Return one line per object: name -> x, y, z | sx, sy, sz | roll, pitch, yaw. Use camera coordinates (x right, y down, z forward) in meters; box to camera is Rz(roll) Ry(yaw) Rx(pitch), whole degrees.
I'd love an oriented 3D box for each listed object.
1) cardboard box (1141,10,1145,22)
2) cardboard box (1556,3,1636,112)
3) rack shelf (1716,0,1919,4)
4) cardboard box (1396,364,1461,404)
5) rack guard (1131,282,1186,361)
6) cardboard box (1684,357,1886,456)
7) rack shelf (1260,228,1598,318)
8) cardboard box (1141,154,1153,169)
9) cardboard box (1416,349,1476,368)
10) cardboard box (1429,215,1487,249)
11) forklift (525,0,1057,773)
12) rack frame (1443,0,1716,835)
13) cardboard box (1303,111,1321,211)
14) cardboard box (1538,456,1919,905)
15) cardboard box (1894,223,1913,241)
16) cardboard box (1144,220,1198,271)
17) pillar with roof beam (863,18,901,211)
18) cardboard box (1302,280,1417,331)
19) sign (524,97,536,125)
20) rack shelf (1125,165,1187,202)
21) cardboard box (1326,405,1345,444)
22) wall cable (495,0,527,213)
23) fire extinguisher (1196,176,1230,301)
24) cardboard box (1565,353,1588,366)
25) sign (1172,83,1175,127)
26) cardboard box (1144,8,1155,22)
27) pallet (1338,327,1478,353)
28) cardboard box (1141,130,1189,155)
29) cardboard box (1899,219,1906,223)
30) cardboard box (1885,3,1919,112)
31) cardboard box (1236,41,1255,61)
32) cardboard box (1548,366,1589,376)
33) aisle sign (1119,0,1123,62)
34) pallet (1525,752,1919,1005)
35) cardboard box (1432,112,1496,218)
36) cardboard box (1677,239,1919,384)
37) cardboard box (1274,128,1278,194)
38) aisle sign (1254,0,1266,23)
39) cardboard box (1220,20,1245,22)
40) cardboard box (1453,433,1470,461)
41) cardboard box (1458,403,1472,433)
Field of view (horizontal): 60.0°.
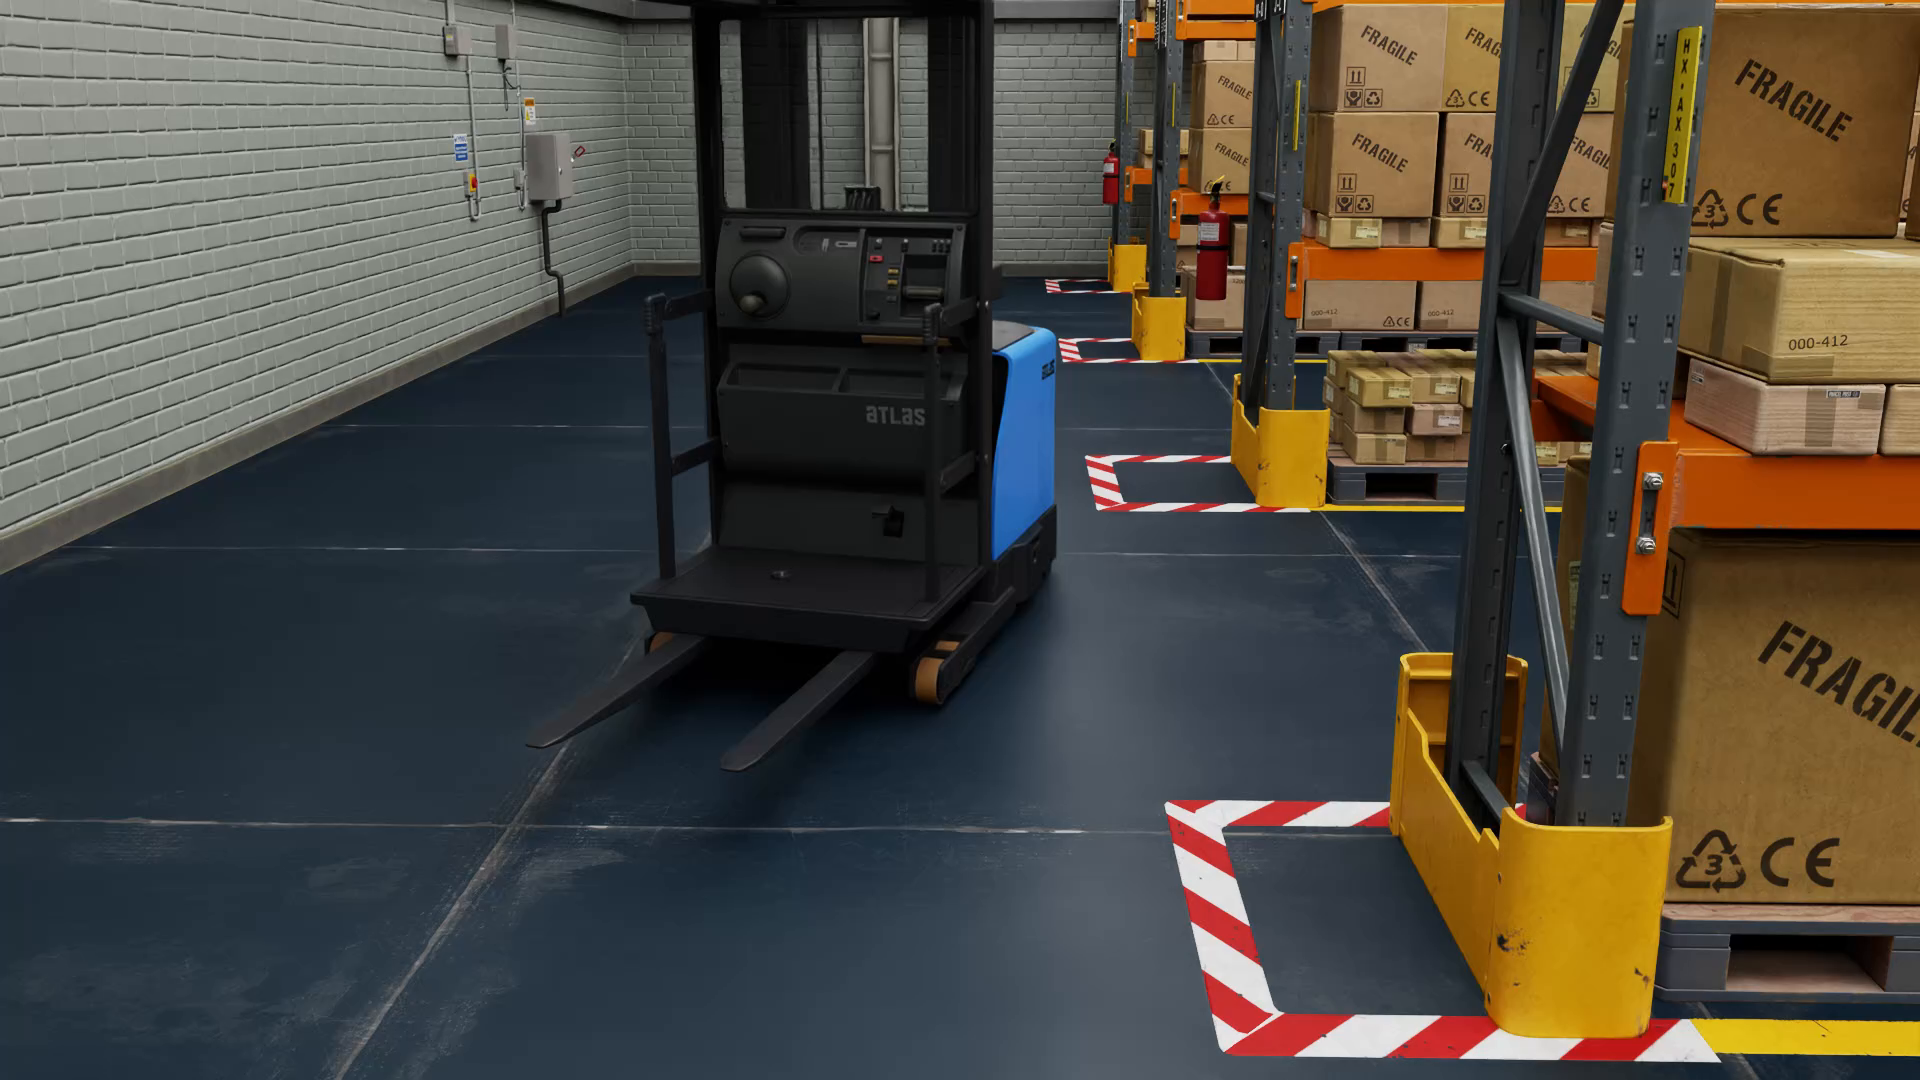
cardboard box -> 2.108, -5.678, 18.095 | 0.250, 0.149, 0.380 | 1, 15, 3
cardboard box -> 3.100, -2.358, 8.158 | 0.500, 0.500, 0.500 | 0, 15, 0
rack shelf -> 7.657, -4.090, 12.993 | 4.000, 0.370, 1.077 | 0, 15, 1
cardboard box -> 2.427, -0.815, 8.647 | 0.250, 0.149, 0.380 | 1, 15, 2
rack guard -> 1.635, -1.818, 13.751 | 0.348, 0.500, 1.175 | 0, 15, 1
cardboard box -> 1.752, -0.291, 3.557 | 0.250, 0.149, 0.380 | 1, 15, 2
rack shelf -> 3.633, -1.403, 8.687 | 4.000, 0.370, 1.077 | 0, 15, 1
cardboard box -> 2.104, -4.099, 17.988 | 0.250, 0.149, 0.380 | 0, 15, 1
cardboard box -> 2.681, -0.951, 9.165 | 0.250, 0.149, 0.380 | 0, 15, 0
cardboard box -> 2.472, -1.550, 8.327 | 0.250, 0.149, 0.380 | 0, 15, 0
forklift -> -0.490, -0.963, 5.743 | 1.130, 2.935, 3.031 | 4, 15, 16
rack frame -> 1.406, -0.499, 3.853 | 0.127, 3.000, 1.000 | 0, 15, 1
cardboard box -> 2.089, -2.018, 8.831 | 0.500, 0.500, 0.500 | 1, 15, 3
cardboard box -> 2.048, 0.309, 4.132 | 0.875, 0.875, 0.875 | 0, 15, 1
cardboard box -> 2.404, -0.632, 4.065 | 0.500, 0.250, 0.500 | 0, 15, 0
cardboard box -> 2.391, -3.260, 18.388 | 0.637, 0.503, 0.797 | 0, 15, -1
pillar with roof beam -> -1.000, -6.343, 14.241 | 0.400, 9.000, 9.100 | 0, 15, 1
cardboard box -> 3.236, -2.008, 13.771 | 0.875, 0.438, 0.875 | 1, 15, 3
sign -> -3.987, -3.979, 15.421 | 0.001, 0.242, 0.339 | 0, 15, 1
rack shelf -> 3.781, -3.932, 18.272 | 4.000, 0.370, 1.077 | 0, 15, 1
cardboard box -> 2.165, -0.638, 9.143 | 0.250, 0.149, 0.380 | 1, 15, 2
wall cable -> -3.954, -3.910, 14.790 | 0.122, 1.984, 0.588 | 0, 15, 1
fire extinguisher -> 1.394, -1.665, 9.154 | 0.183, 0.674, 0.296 | 0, 15, 1
cardboard box -> 3.469, -0.916, 9.031 | 0.250, 0.149, 0.380 | 0, 15, 0
sign -> 1.639, -3.342, 12.775 | 0.005, 0.325, 0.100 | 0, 15, 1
cardboard box -> 2.095, -5.560, 17.646 | 0.250, 0.149, 0.380 | 1, 15, 3
pallet -> 3.677, -1.684, 13.810 | 1.213, 0.211, 1.003 | 0, 15, 1
cardboard box -> 2.229, -4.292, 17.939 | 0.500, 0.250, 0.500 | 0, 15, 2
cardboard box -> 4.559, -1.568, 8.397 | 0.250, 0.149, 0.380 | 0, 15, 0
cardboard box -> 4.638, -2.349, 8.125 | 0.500, 0.500, 0.500 | 0, 15, 0
cardboard box -> 2.271, -3.816, 12.995 | 0.250, 0.149, 0.380 | 1, 15, 3
cardboard box -> 3.203, -0.796, 8.575 | 0.250, 0.149, 0.380 | 1, 15, 4
aisle sign -> 1.706, -5.475, 17.616 | 0.004, 0.787, 0.394 | 0, 15, 1
pallet -> 2.207, 0.834, 4.264 | 1.213, 0.211, 1.003 | 0, 15, 1
cardboard box -> 2.611, -1.885, 8.327 | 0.500, 0.500, 0.500 | 0, 15, 2
cardboard box -> 1.879, -0.499, 3.561 | 0.500, 0.250, 0.500 | 0, 15, 0
cardboard box -> 2.638, -3.002, 13.144 | 0.500, 0.500, 0.500 | 0, 15, 1
aisle sign -> 1.568, -3.098, 8.605 | 0.004, 0.787, 0.394 | 0, 15, 1
cardboard box -> 2.860, -5.531, 17.537 | 0.250, 0.149, 0.380 | 1, 15, 3
cardboard box -> 2.661, -0.522, 8.705 | 0.250, 0.149, 0.380 | 1, 15, 2
cardboard box -> 2.670, -0.668, 8.674 | 0.250, 0.149, 0.380 | 1, 15, 2
